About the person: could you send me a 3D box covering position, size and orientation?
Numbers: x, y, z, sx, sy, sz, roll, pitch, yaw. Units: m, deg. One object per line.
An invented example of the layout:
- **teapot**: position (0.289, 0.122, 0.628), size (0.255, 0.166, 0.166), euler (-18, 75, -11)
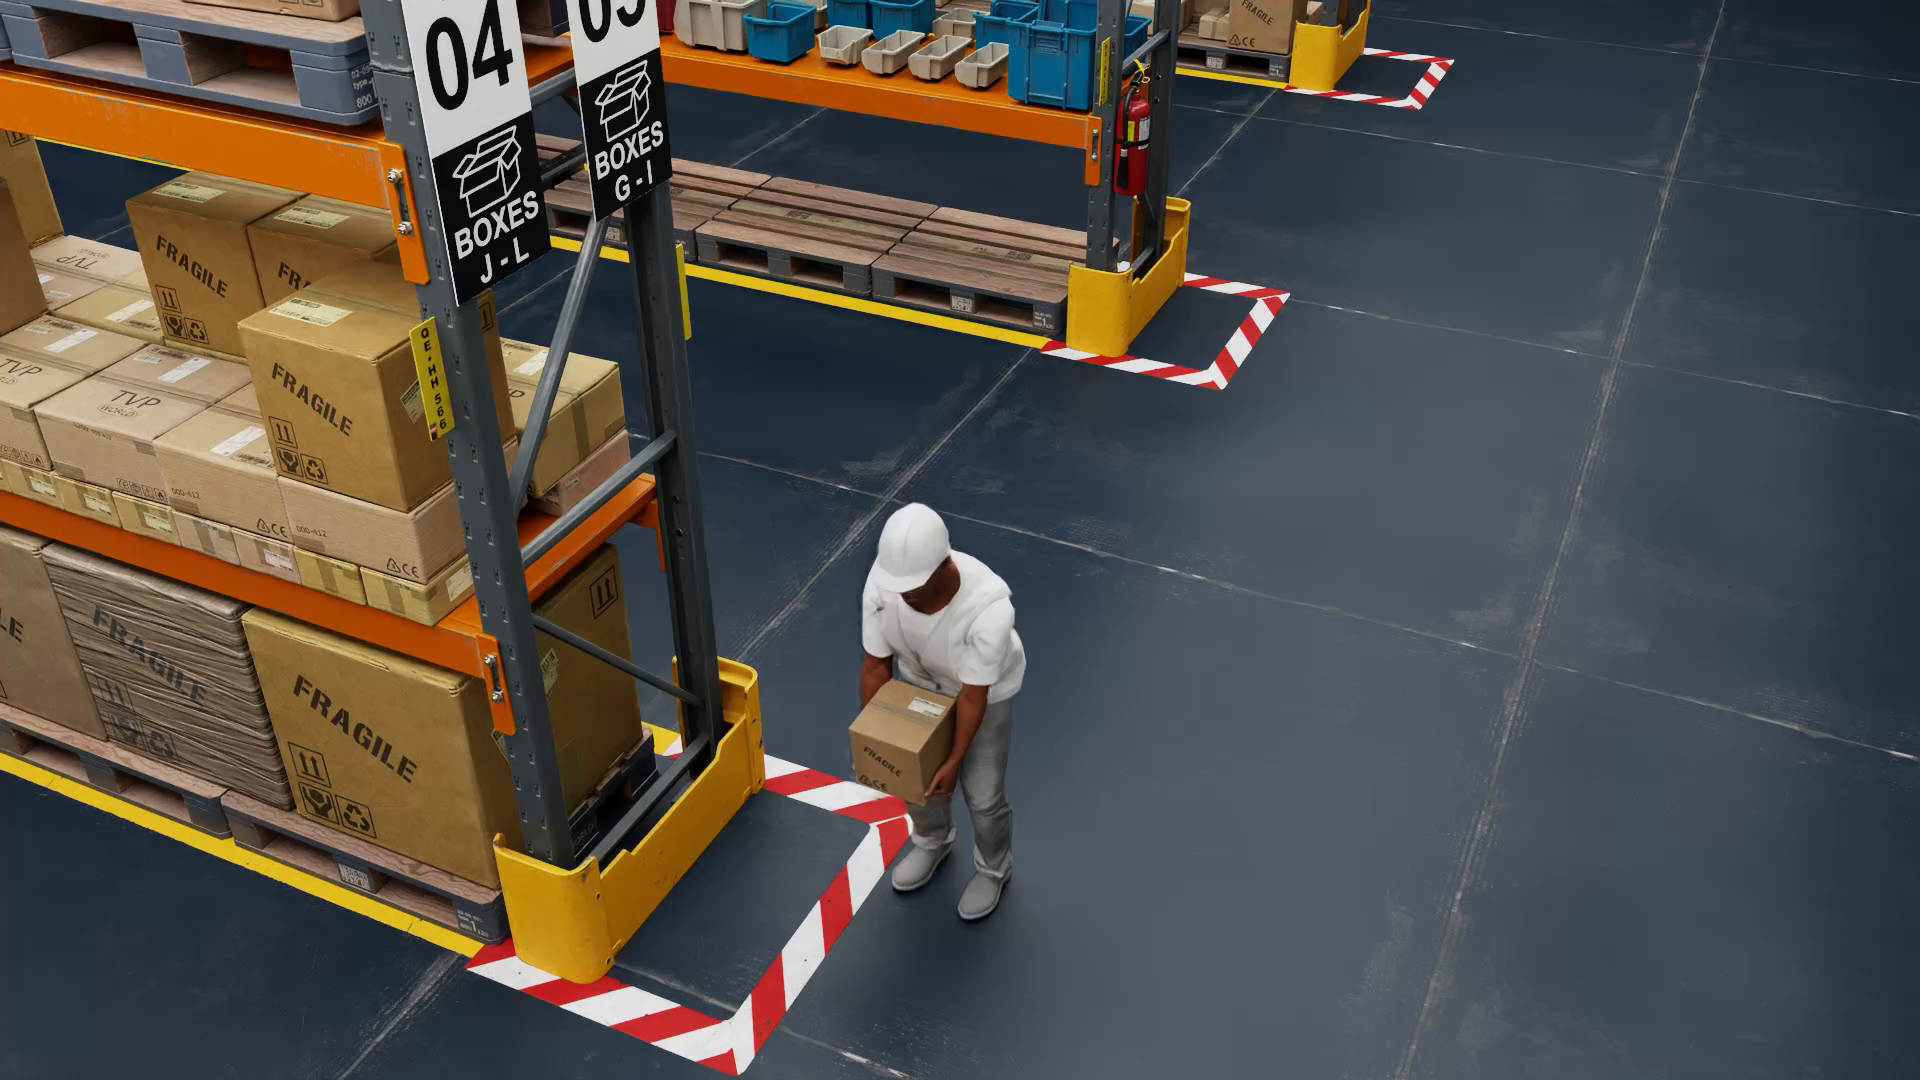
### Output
- **person**: position (-0.059, 0.546, 5.360), size (0.488, 1.693, 0.638), euler (17, 37, 24)
